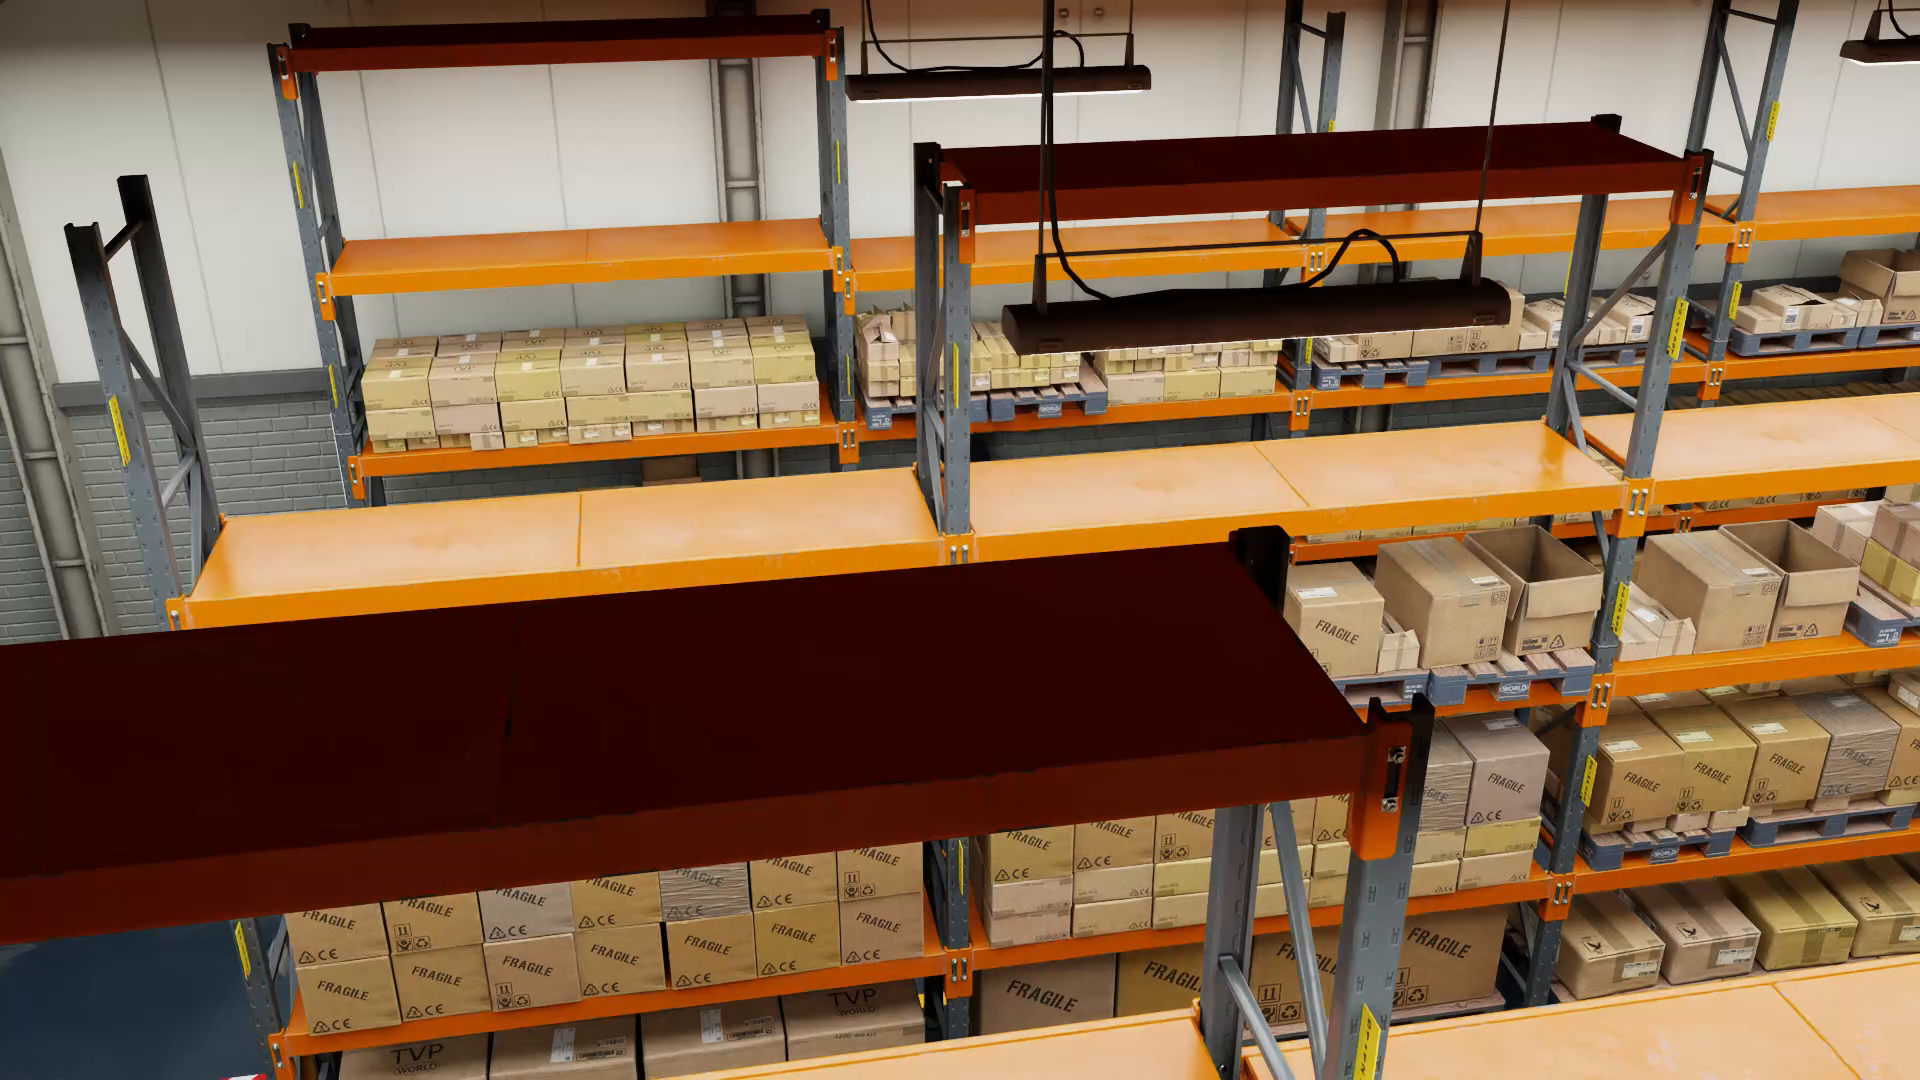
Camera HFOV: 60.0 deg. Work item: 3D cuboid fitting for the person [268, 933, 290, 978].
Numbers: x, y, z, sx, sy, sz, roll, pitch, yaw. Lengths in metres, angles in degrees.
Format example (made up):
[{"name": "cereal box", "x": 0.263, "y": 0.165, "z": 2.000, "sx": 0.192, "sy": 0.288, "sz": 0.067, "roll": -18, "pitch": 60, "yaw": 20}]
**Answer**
[{"name": "person", "x": -4.453, "y": 2.512, "z": 11.259, "sx": 0.544, "sy": 1.633, "sz": 0.667, "roll": -11, "pitch": 28, "yaw": -22}]
